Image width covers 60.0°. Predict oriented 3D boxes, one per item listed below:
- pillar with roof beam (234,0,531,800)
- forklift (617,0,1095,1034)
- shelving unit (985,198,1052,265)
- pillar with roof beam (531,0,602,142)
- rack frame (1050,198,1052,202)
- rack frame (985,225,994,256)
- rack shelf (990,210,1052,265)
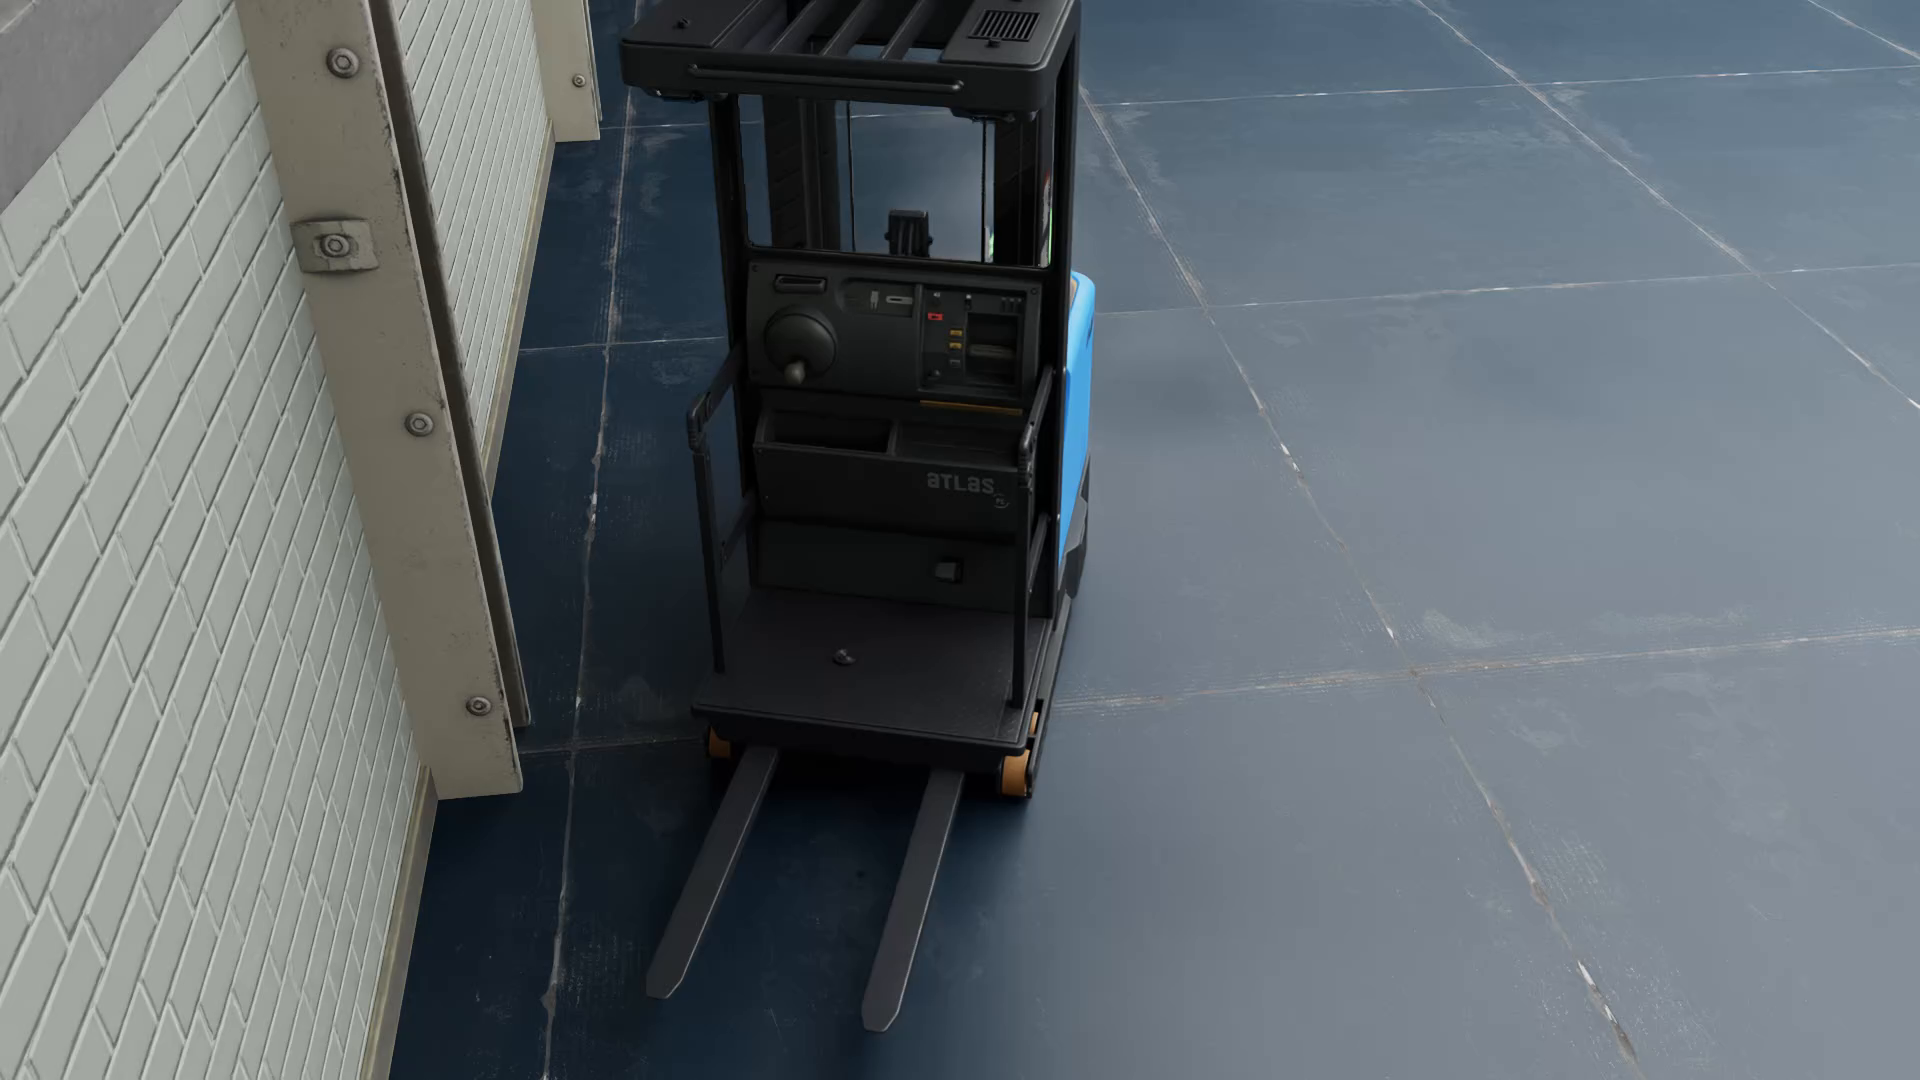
[{"bbox_3d":[2.631,-3.307,3.612,9.100,9.000,0.400,-4,35,-6],"label":"pillar with roof beam"},{"bbox_3d":[-0.249,-0.587,5.008,1.130,2.935,3.031,6,35,9],"label":"forklift"},{"bbox_3d":[0.259,-0.837,6.913,0.258,1.200,0.503,6,35,9],"label":"shelving unit"},{"bbox_3d":[1.824,-6.655,8.525,9.100,9.000,0.400,-4,35,-6],"label":"pillar with roof beam"},{"bbox_3d":[0.304,-0.972,7.112,0.240,1.200,0.015,6,35,9],"label":"rack frame"},{"bbox_3d":[0.214,-0.702,6.715,0.240,1.200,0.015,6,35,9],"label":"rack frame"},{"bbox_3d":[0.259,-1.181,6.679,0.258,0.148,0.480,6,35,9],"label":"rack shelf"}]
